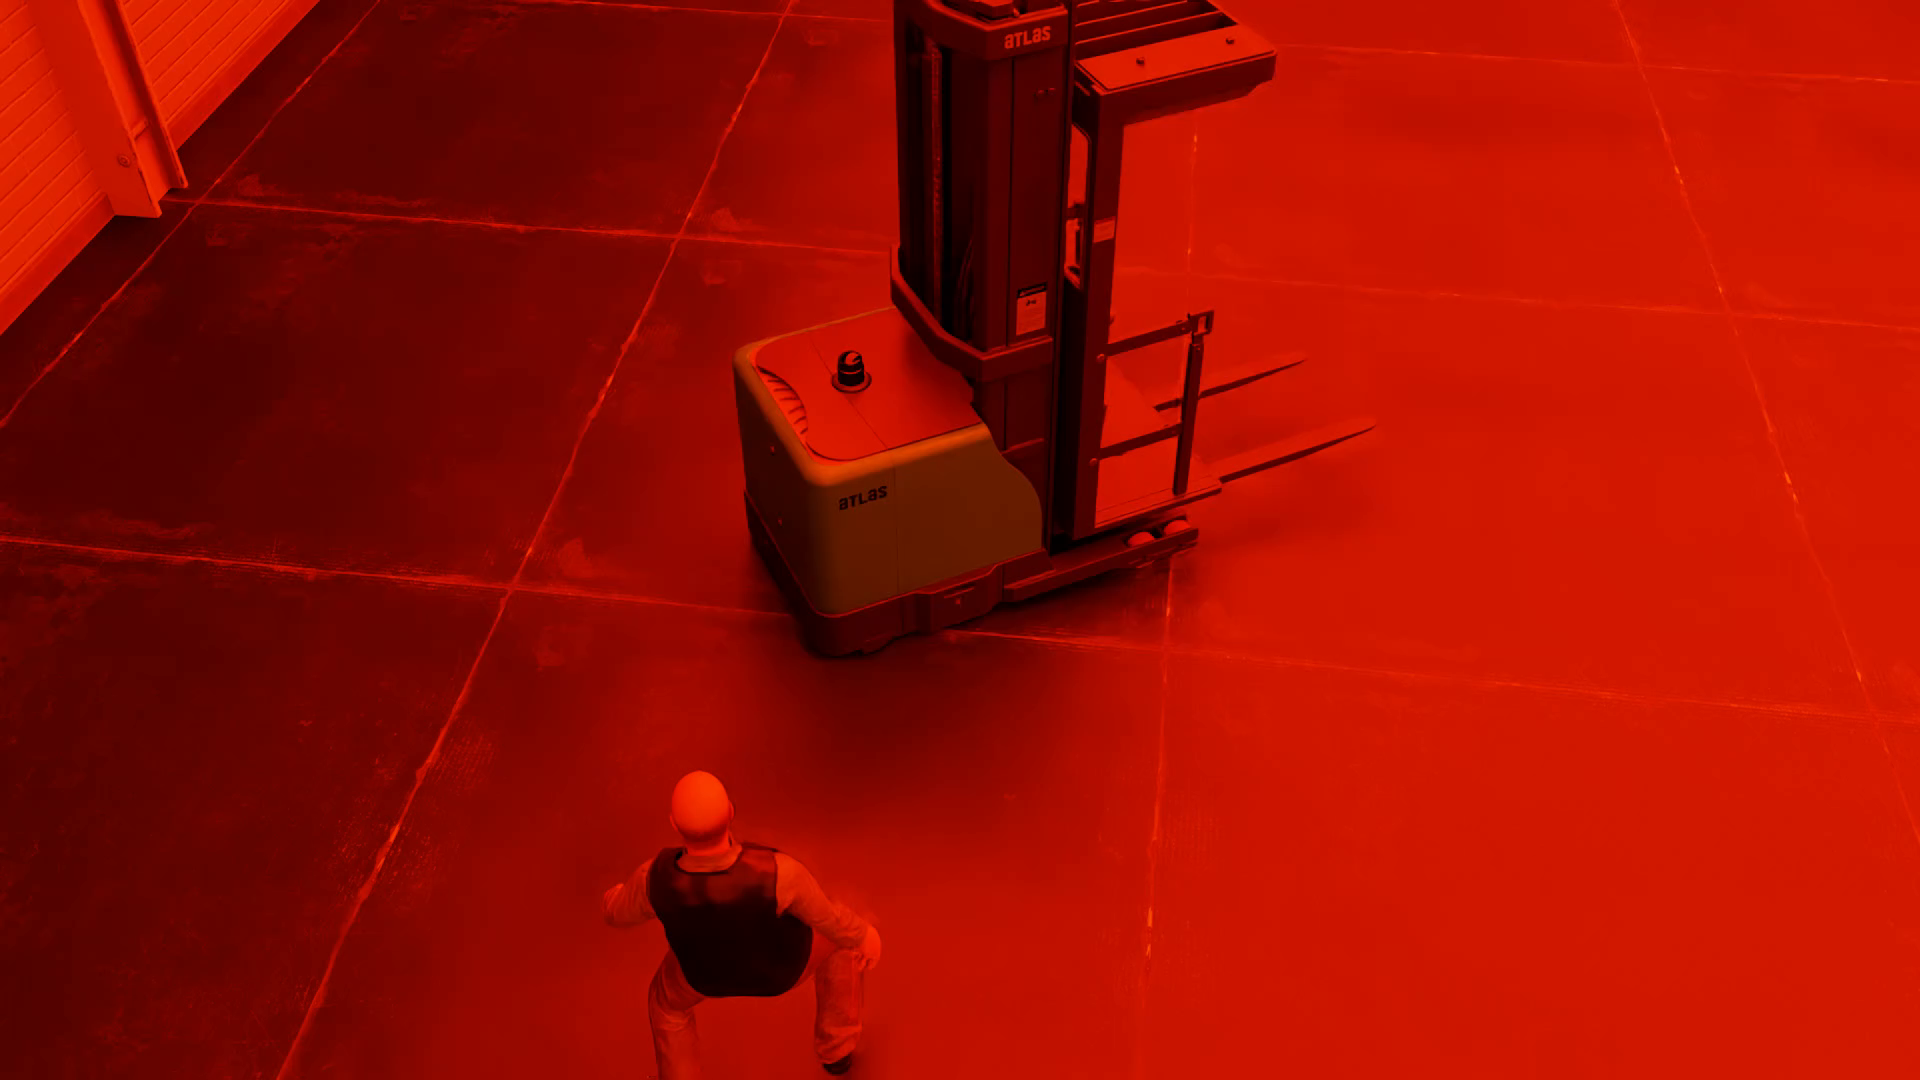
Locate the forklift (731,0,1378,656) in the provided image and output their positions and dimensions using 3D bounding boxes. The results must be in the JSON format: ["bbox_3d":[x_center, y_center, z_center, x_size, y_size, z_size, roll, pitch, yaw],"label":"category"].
[{"bbox_3d":[0.551,-1.257,7.093,3.031,2.935,1.130,-18,45,-18],"label":"forklift"}]

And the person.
[{"bbox_3d":[-0.714,1.269,5.346,0.925,1.606,0.630,1,43,2],"label":"person"}]
